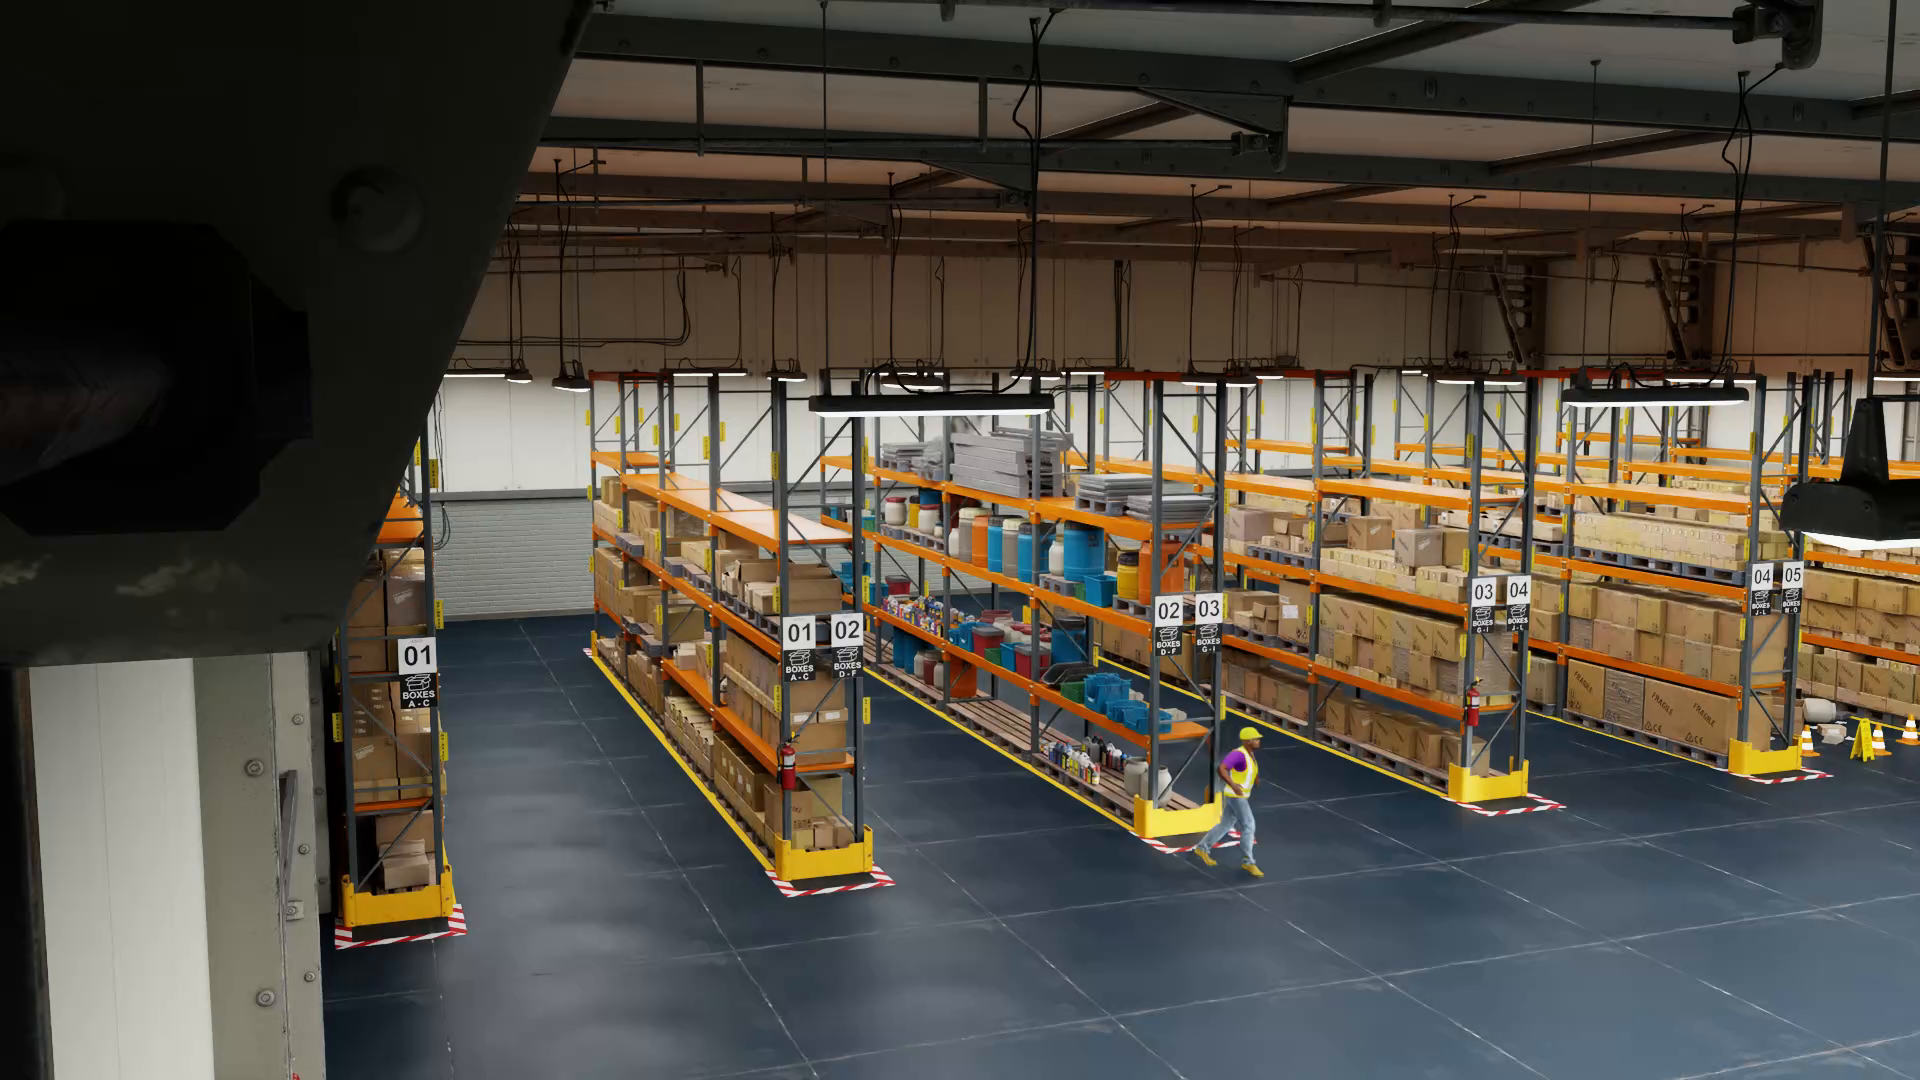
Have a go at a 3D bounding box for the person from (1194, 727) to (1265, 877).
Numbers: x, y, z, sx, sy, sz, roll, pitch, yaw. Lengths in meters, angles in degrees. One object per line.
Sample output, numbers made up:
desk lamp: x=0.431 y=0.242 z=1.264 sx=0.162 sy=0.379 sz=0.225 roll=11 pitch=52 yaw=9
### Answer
person: x=3.373 y=3.185 z=20.567 sx=0.884 sy=1.772 sz=0.704 roll=2 pitch=7 yaw=17
